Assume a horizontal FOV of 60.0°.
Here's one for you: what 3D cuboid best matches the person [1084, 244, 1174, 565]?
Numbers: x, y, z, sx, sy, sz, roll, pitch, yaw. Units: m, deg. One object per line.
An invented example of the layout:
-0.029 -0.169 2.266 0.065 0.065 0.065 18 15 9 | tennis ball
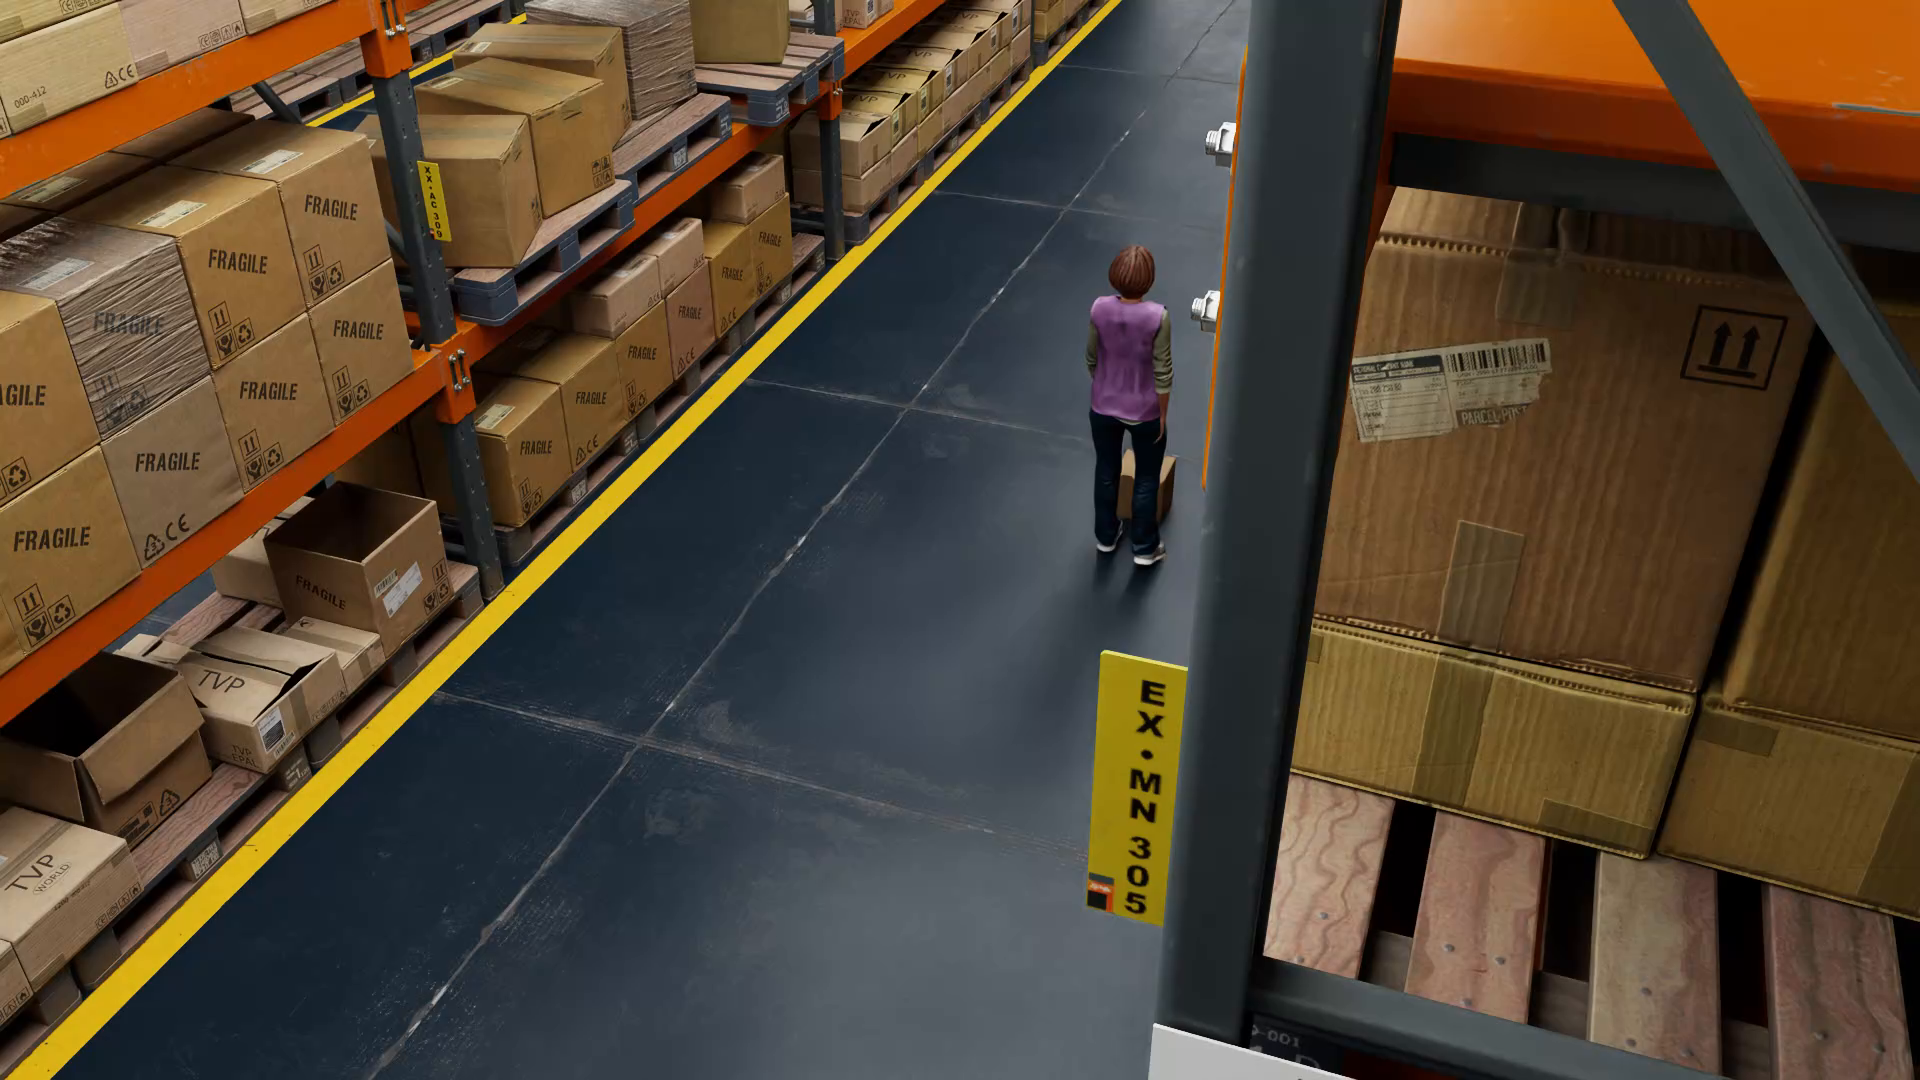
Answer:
0.767 -0.605 7.562 0.428 1.630 0.408 12 35 17 | person
